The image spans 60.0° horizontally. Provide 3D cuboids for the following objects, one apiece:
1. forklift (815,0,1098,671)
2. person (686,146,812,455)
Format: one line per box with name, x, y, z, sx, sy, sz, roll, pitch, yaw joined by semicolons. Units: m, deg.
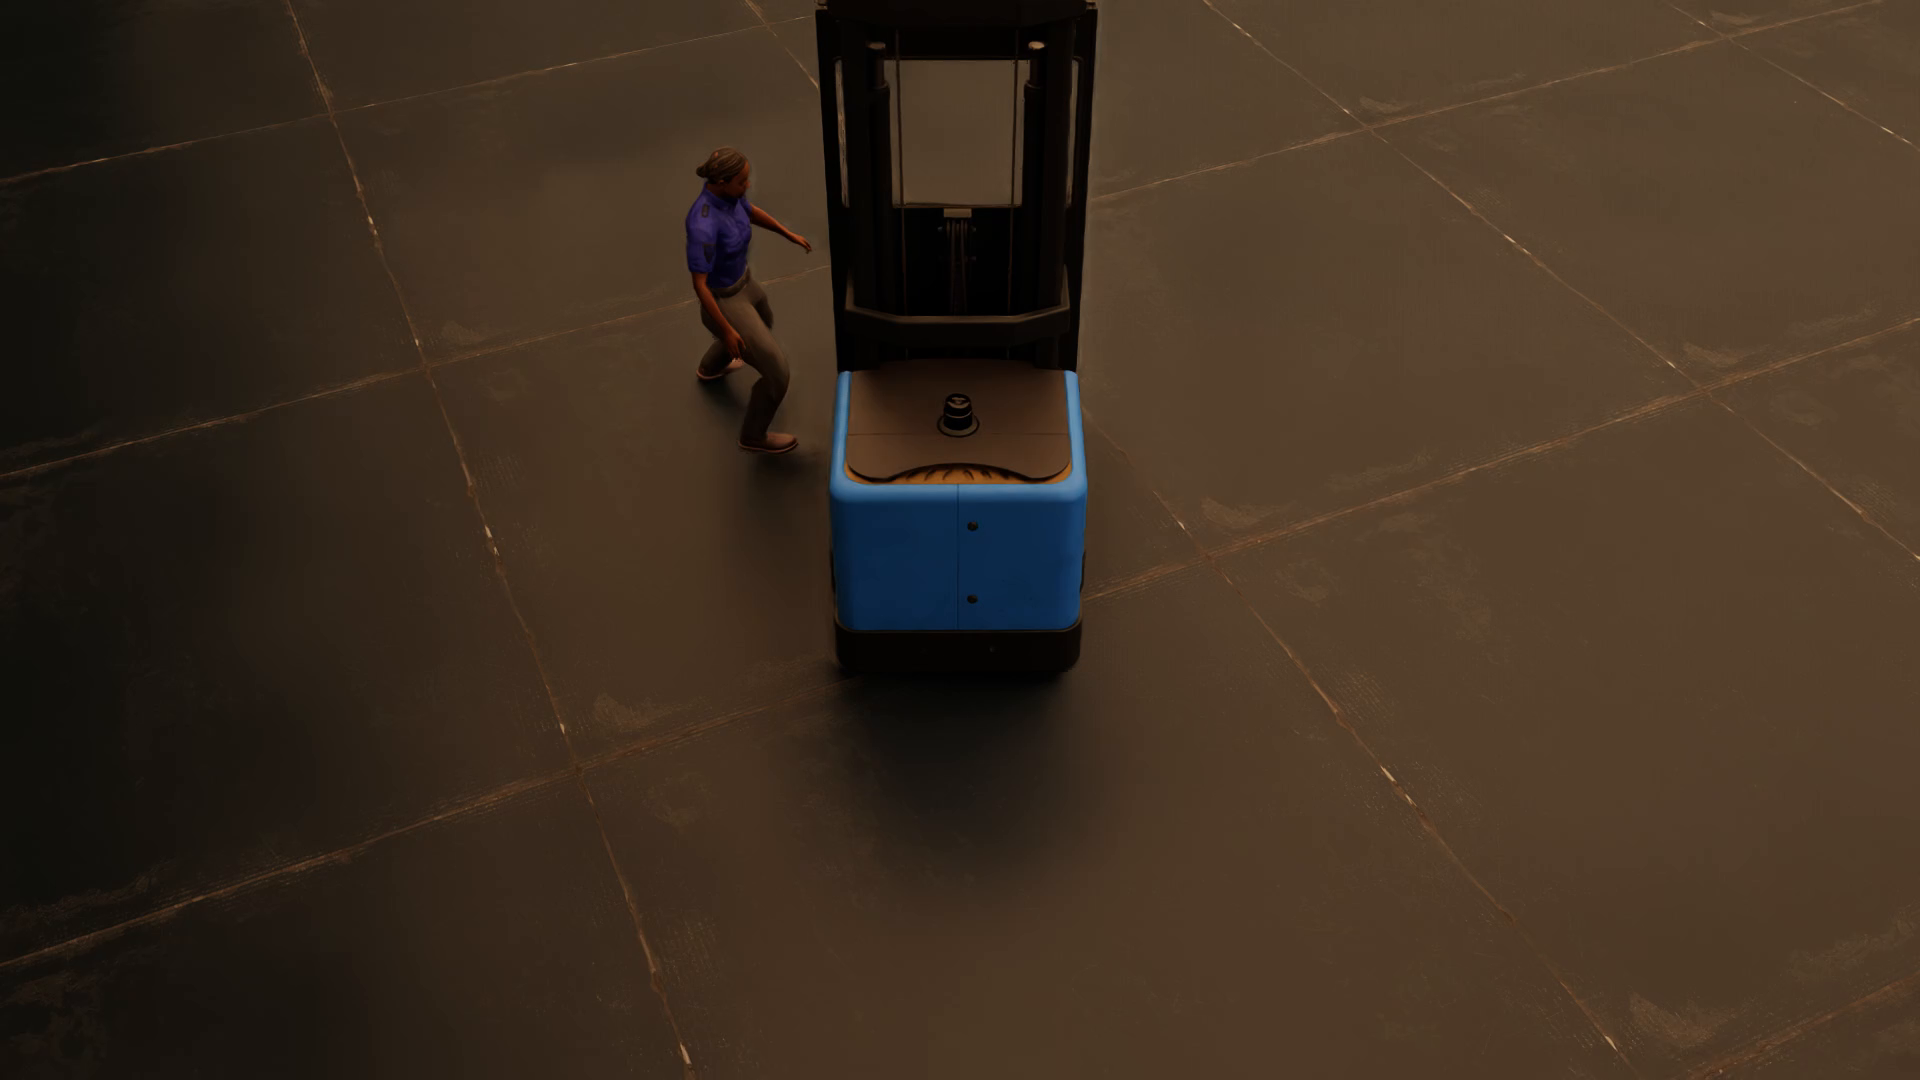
forklift;-0.015;-1.491;7.278;1.130;2.935;3.031;0;43;0
person;-1.075;-1.222;8.060;0.693;1.534;0.877;8;44;8
